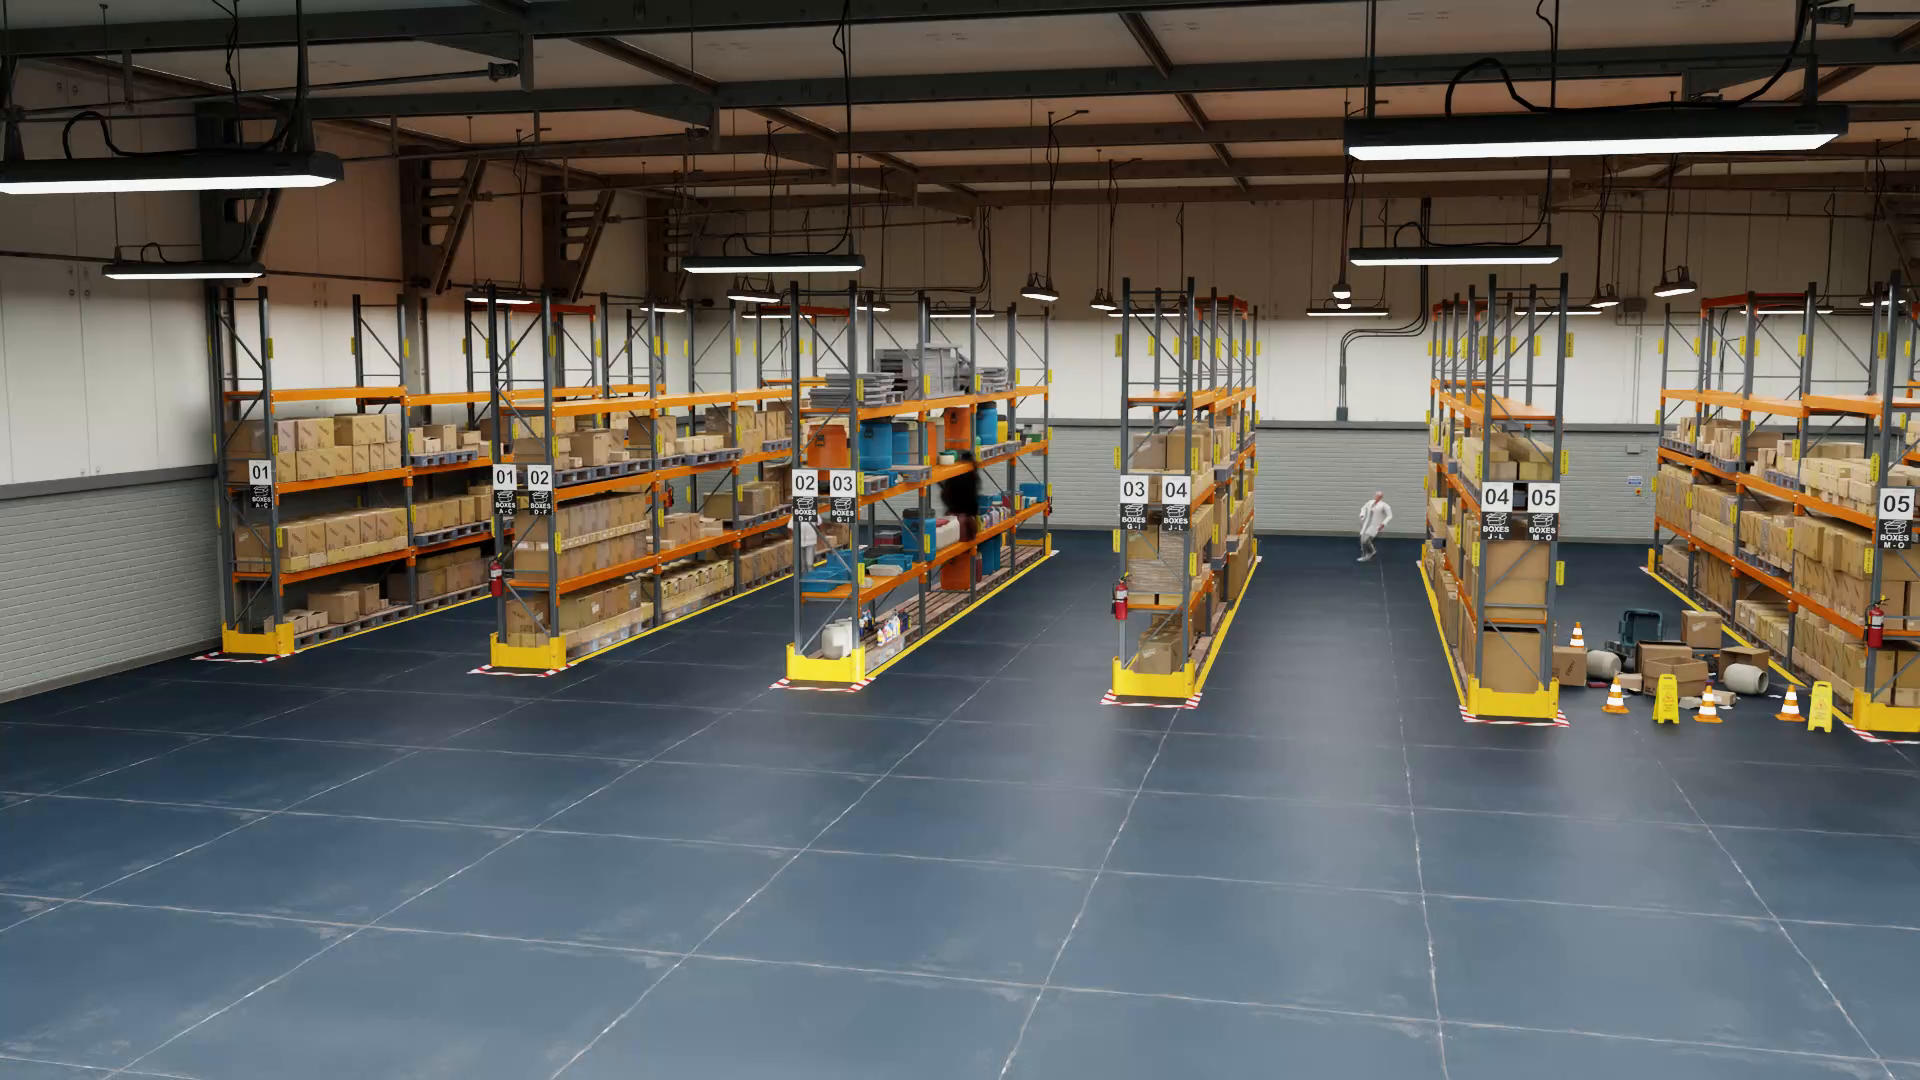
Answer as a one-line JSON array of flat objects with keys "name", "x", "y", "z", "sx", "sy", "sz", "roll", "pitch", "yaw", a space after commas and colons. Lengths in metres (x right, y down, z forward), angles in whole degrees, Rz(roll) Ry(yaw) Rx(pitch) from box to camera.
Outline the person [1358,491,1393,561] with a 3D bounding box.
[{"name": "person", "x": 9.675, "y": -0.304, "z": 38.960, "sx": 0.579, "sy": 1.687, "sz": 0.784, "roll": -5, "pitch": 8, "yaw": -38}]

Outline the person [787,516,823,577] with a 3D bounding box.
[{"name": "person", "x": -3.020, "y": 0.135, "z": 32.292, "sx": 0.676, "sy": 1.843, "sz": 0.755, "roll": 0, "pitch": 7, "yaw": 2}]
